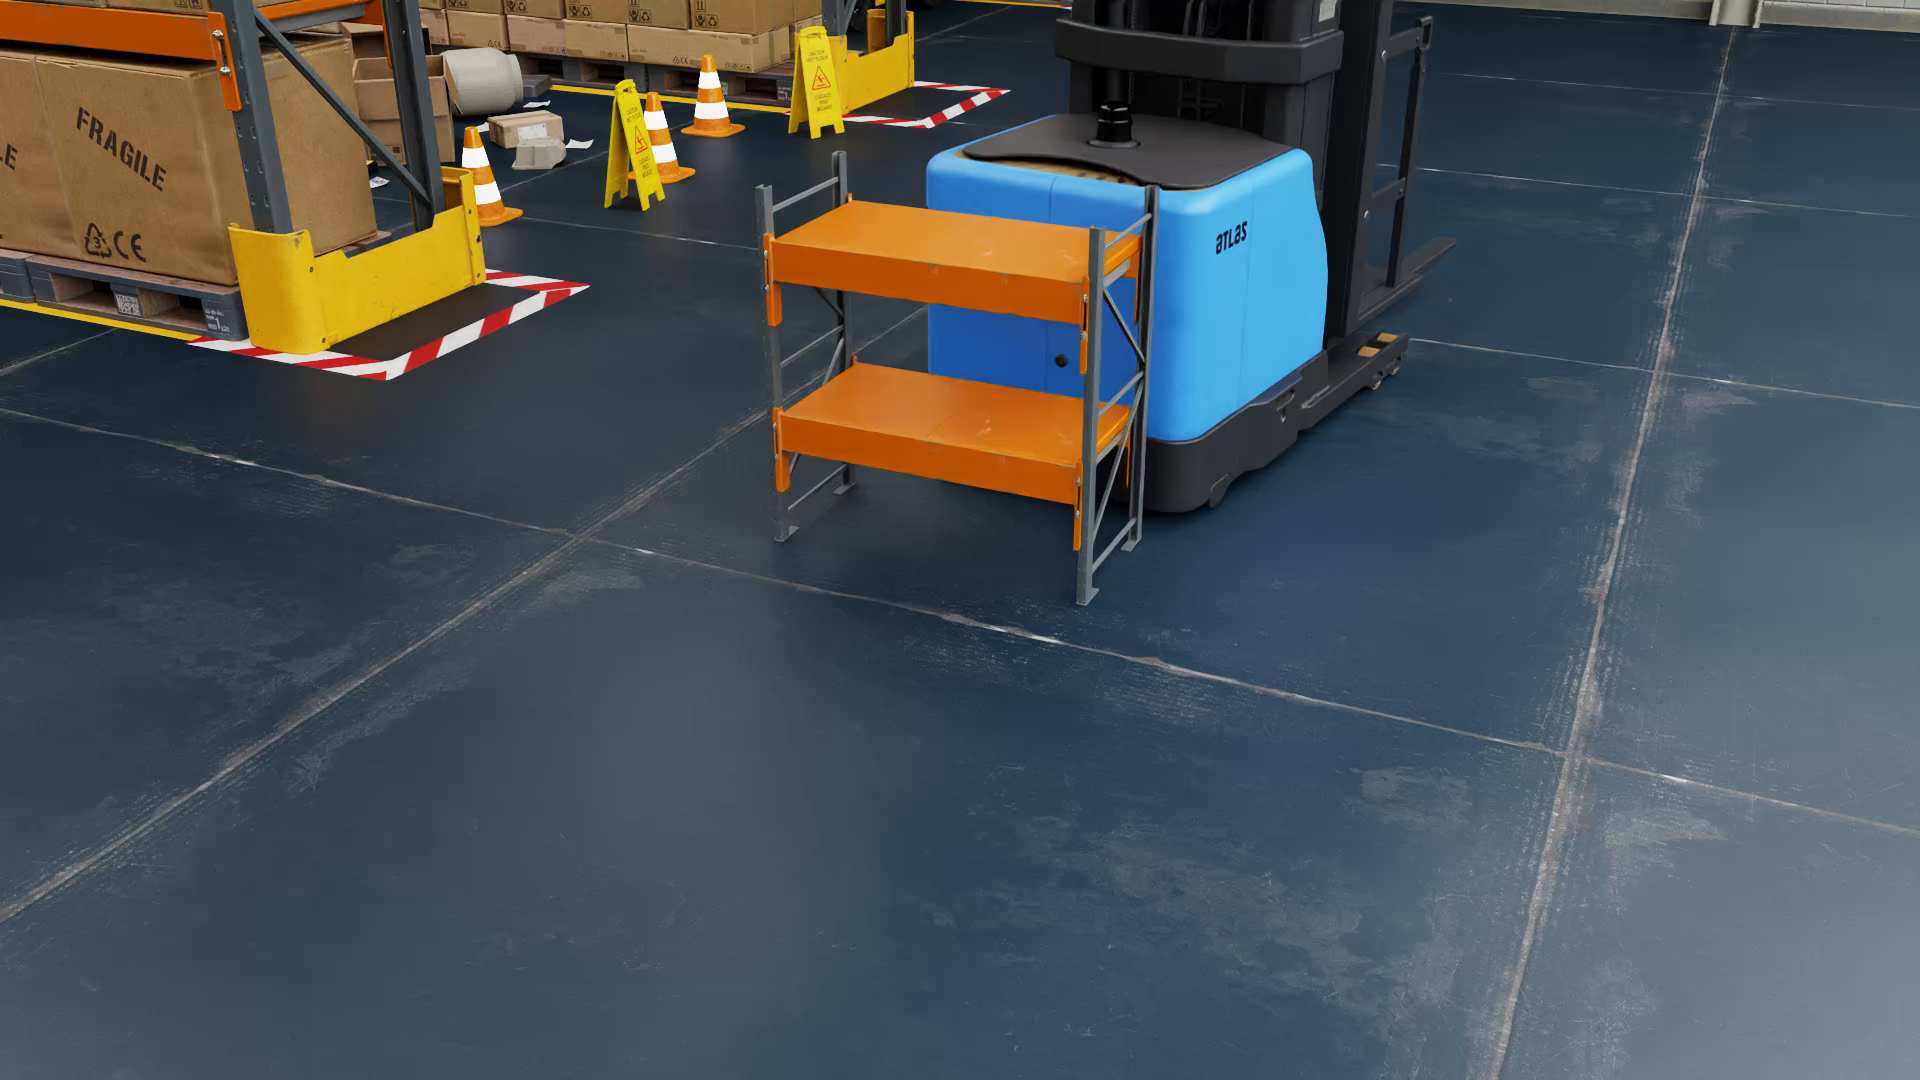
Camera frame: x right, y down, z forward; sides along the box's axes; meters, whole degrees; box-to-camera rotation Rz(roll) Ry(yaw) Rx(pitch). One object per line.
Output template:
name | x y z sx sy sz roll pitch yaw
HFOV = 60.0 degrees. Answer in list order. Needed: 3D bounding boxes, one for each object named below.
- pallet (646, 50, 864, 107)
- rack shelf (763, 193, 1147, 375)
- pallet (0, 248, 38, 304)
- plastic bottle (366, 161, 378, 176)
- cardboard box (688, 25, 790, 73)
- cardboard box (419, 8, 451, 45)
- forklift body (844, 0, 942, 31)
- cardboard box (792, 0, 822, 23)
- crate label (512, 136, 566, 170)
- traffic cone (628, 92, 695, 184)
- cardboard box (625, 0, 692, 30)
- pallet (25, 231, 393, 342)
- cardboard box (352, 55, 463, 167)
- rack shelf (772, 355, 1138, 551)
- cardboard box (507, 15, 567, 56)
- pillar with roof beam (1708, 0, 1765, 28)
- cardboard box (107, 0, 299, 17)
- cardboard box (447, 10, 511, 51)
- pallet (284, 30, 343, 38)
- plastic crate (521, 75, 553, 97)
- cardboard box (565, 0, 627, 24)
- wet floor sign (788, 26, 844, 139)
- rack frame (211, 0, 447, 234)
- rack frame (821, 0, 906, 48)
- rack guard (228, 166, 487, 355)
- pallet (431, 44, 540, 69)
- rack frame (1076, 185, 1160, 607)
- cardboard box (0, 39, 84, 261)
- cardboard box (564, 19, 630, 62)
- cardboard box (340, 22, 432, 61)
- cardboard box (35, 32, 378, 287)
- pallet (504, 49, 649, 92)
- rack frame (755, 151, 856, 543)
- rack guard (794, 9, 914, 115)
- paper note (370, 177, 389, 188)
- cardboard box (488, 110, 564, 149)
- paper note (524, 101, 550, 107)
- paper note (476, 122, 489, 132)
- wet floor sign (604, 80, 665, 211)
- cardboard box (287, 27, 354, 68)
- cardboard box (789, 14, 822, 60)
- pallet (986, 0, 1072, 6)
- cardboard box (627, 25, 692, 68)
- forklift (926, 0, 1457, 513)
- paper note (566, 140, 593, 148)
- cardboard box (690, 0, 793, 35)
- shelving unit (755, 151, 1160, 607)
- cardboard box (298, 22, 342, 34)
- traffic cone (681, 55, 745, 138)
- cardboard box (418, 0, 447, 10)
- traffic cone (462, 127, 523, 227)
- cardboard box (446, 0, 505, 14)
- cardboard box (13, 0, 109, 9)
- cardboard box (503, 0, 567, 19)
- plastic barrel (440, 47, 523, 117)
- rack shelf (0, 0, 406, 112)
pallet | -1.427 -3.296 11.705 1.213 0.211 1.003 11 28 22
rack shelf | -0.006 -0.768 4.875 1.000 0.278 0.538 11 28 22
pallet | -4.457 -1.449 7.953 1.213 0.211 1.003 11 28 22
plastic bottle | -3.489 -2.127 9.500 0.283 0.061 0.133 2 26 4
cardboard box | -1.502 -3.369 11.334 0.500 0.250 0.500 11 28 22
cardboard box | -3.849 -3.840 12.291 0.500 0.250 0.500 10 28 19
forklift body | -1.063 -5.599 14.187 1.214 2.155 2.313 11 28 22
cardboard box | -1.275 -3.924 11.613 0.500 0.500 0.500 10 28 20
crate label | -2.450 -2.256 9.677 0.298 0.136 0.250 -2 26 -5
traffic cone | -1.708 -2.283 9.364 0.334 0.463 0.336 11 28 22
cardboard box | -1.947 -3.797 11.355 0.500 0.500 0.500 12 29 24
pallet | -3.350 -1.225 7.499 1.213 0.211 1.003 11 28 22
cardboard box | -3.280 -2.553 9.866 0.637 0.503 0.797 -7 27 -14
rack shelf | -0.006 -0.287 5.112 1.000 0.278 0.538 11 28 22
cardboard box | -2.874 -3.651 11.907 0.500 0.250 0.500 11 28 21
pillar with roof beam | 4.837 -6.720 8.711 0.400 9.000 9.100 11 28 22
cardboard box | -2.946 -2.478 6.718 0.550 0.550 0.875 11 28 22
cardboard box | -3.358 -3.747 12.102 0.500 0.250 0.500 13 29 25
pallet | -4.983 -3.992 13.119 1.213 0.211 1.003 11 28 22
plastic crate | -3.184 -3.175 11.608 0.583 0.080 0.402 2 26 4
cardboard box | -2.403 -3.892 11.548 0.500 0.500 0.500 11 28 21
wet floor sign | -0.903 -2.849 10.306 0.232 0.644 0.267 23 35 39
rack frame | -2.590 -2.361 6.650 0.127 3.000 1.000 11 28 22
rack frame | -0.633 -4.370 10.730 0.127 3.000 1.000 11 28 22
rack guard | -2.568 -1.235 7.193 0.348 0.500 1.175 11 28 22
pallet | -3.648 -3.742 12.611 1.213 0.211 1.003 11 28 22
rack frame | 0.457 -0.413 4.815 0.032 1.125 0.500 11 28 22
cardboard box | -4.036 -1.854 7.549 0.875 0.875 0.875 11 28 21
cardboard box | -2.427 -3.556 11.714 0.500 0.250 0.500 10 28 20
cardboard box | -3.862 -3.238 11.258 0.500 0.500 0.500 -12 29 -23
cardboard box | -3.235 -1.694 7.224 0.875 0.875 0.875 12 28 22
pallet | -2.534 -3.519 12.159 1.213 0.211 1.003 11 28 22
rack frame | -0.469 -0.599 5.193 0.032 1.125 0.500 11 28 22
rack guard | -0.702 -3.262 11.310 0.348 0.500 1.175 11 28 22
paper note | -3.277 -1.990 9.260 0.142 0.017 0.144 23 35 39
cardboard box | -2.662 -2.518 10.197 0.380 0.149 0.250 -18 31 -31
paper note | -2.842 -2.931 11.169 0.148 0.019 0.142 2 26 4
paper note | -3.028 -2.621 10.552 0.142 0.019 0.148 23 35 39
wet floor sign | -1.744 -2.096 8.776 0.232 0.644 0.267 6 27 13
cardboard box | -4.134 -2.782 10.177 0.503 0.637 0.797 11 28 22
cardboard box | -1.253 -3.584 11.770 0.500 0.250 0.500 11 28 21
pallet | 0.705 -5.239 15.651 1.213 0.211 1.003 11 28 22
cardboard box | -1.948 -3.462 11.524 0.500 0.250 0.500 11 28 22
forklift | 1.117 -2.001 5.997 1.130 2.935 3.031 17 31 30
paper note | -2.317 -2.410 10.111 0.142 0.019 0.148 2 26 4
cardboard box | -1.470 -3.703 11.164 0.500 0.500 0.500 12 28 22
shelving unit | -0.006 -0.506 5.004 1.048 1.125 0.538 11 28 22
cardboard box | -4.753 -4.206 12.896 0.625 0.372 0.950 12 29 22
traffic cone | -1.558 -2.792 10.397 0.334 0.463 0.336 11 28 22
cardboard box | -3.849 -4.176 12.125 0.500 0.500 0.500 13 29 24
traffic cone | -2.486 -1.891 8.567 0.334 0.463 0.336 11 28 22
cardboard box | -3.357 -4.083 11.936 0.500 0.500 0.500 13 29 24
cardboard box | -3.456 -2.570 6.904 0.550 0.550 0.875 11 28 22
cardboard box | -2.885 -3.988 11.742 0.500 0.500 0.500 13 29 24
plastic barrel | -3.140 -2.983 10.830 0.512 0.421 0.421 -12 29 -23
rack shelf | -4.410 -2.404 7.552 4.000 0.370 1.077 11 28 22
